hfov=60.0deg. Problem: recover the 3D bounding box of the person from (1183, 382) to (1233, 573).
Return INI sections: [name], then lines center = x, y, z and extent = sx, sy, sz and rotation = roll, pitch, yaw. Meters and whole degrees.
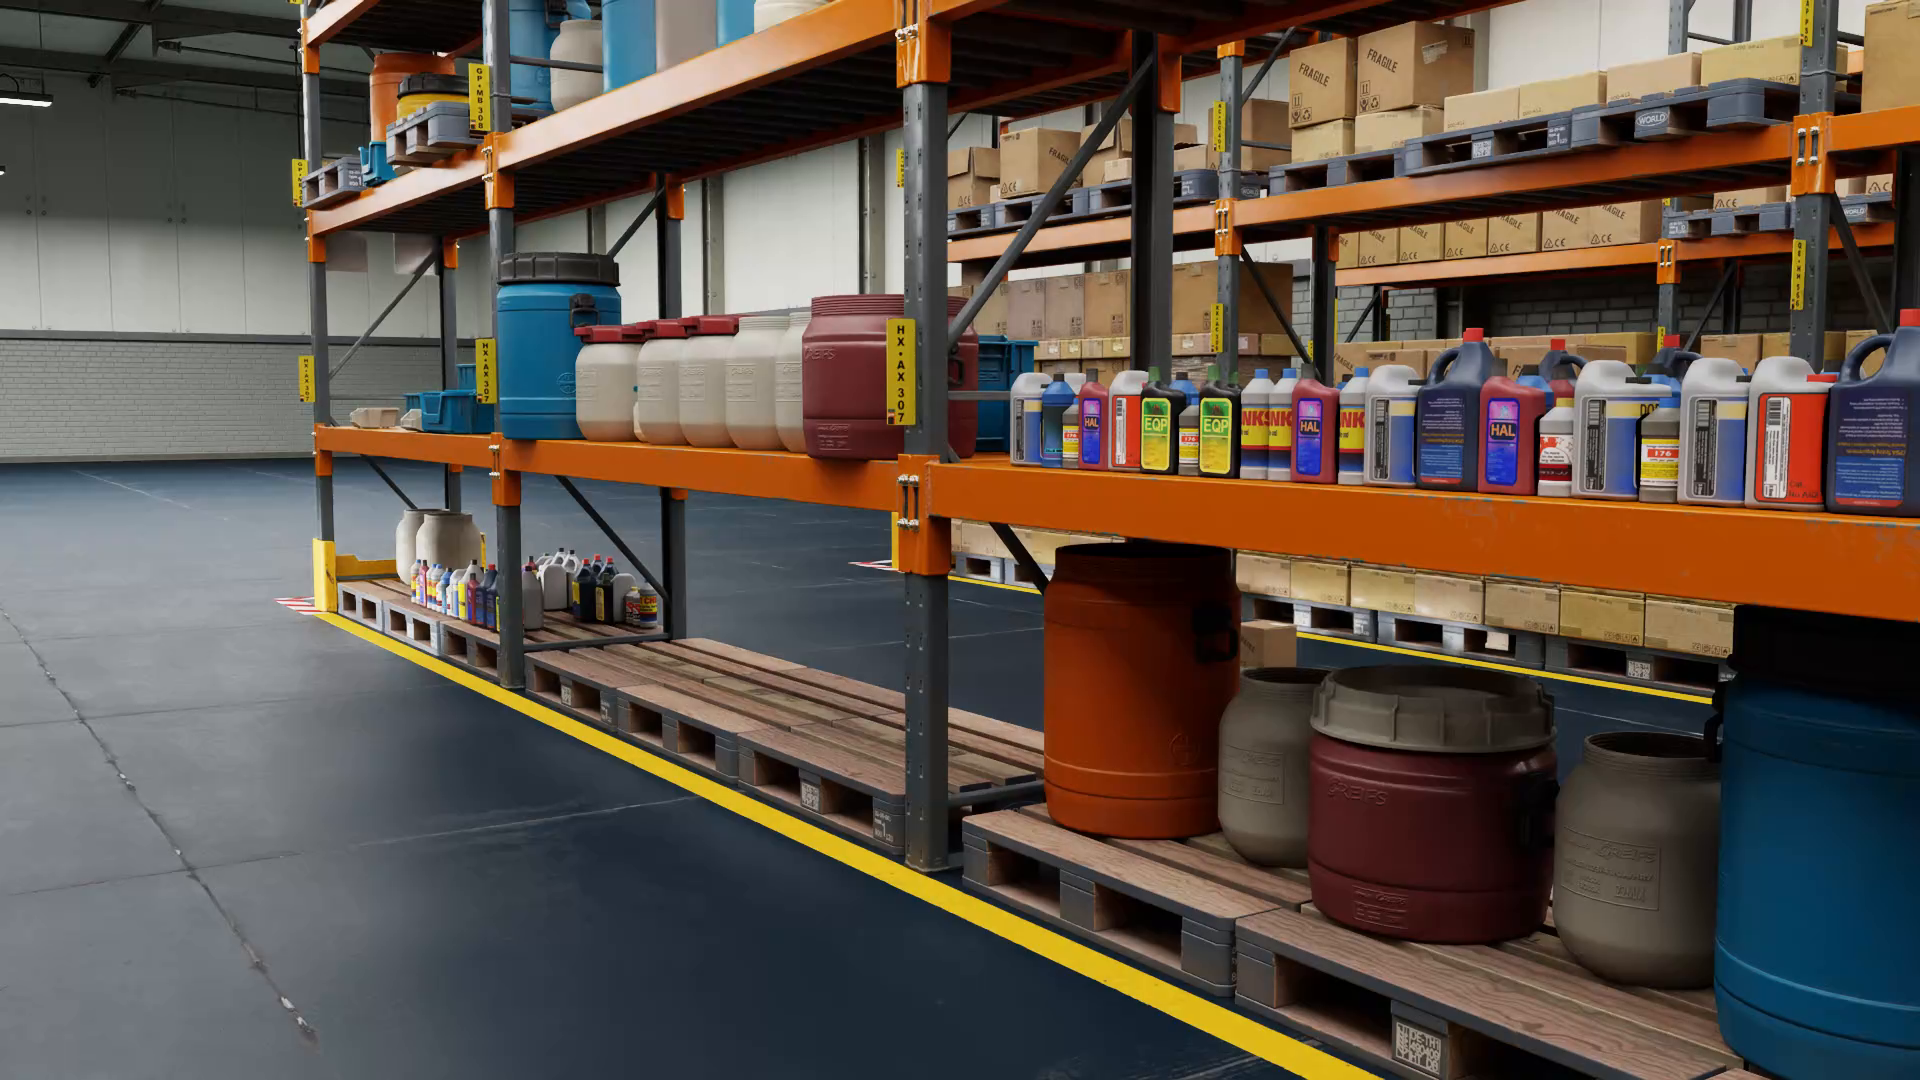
[person]
center = 1.301, -0.044, 8.957
extent = 0.299, 1.582, 0.407
rotation = -3, 6, -33
